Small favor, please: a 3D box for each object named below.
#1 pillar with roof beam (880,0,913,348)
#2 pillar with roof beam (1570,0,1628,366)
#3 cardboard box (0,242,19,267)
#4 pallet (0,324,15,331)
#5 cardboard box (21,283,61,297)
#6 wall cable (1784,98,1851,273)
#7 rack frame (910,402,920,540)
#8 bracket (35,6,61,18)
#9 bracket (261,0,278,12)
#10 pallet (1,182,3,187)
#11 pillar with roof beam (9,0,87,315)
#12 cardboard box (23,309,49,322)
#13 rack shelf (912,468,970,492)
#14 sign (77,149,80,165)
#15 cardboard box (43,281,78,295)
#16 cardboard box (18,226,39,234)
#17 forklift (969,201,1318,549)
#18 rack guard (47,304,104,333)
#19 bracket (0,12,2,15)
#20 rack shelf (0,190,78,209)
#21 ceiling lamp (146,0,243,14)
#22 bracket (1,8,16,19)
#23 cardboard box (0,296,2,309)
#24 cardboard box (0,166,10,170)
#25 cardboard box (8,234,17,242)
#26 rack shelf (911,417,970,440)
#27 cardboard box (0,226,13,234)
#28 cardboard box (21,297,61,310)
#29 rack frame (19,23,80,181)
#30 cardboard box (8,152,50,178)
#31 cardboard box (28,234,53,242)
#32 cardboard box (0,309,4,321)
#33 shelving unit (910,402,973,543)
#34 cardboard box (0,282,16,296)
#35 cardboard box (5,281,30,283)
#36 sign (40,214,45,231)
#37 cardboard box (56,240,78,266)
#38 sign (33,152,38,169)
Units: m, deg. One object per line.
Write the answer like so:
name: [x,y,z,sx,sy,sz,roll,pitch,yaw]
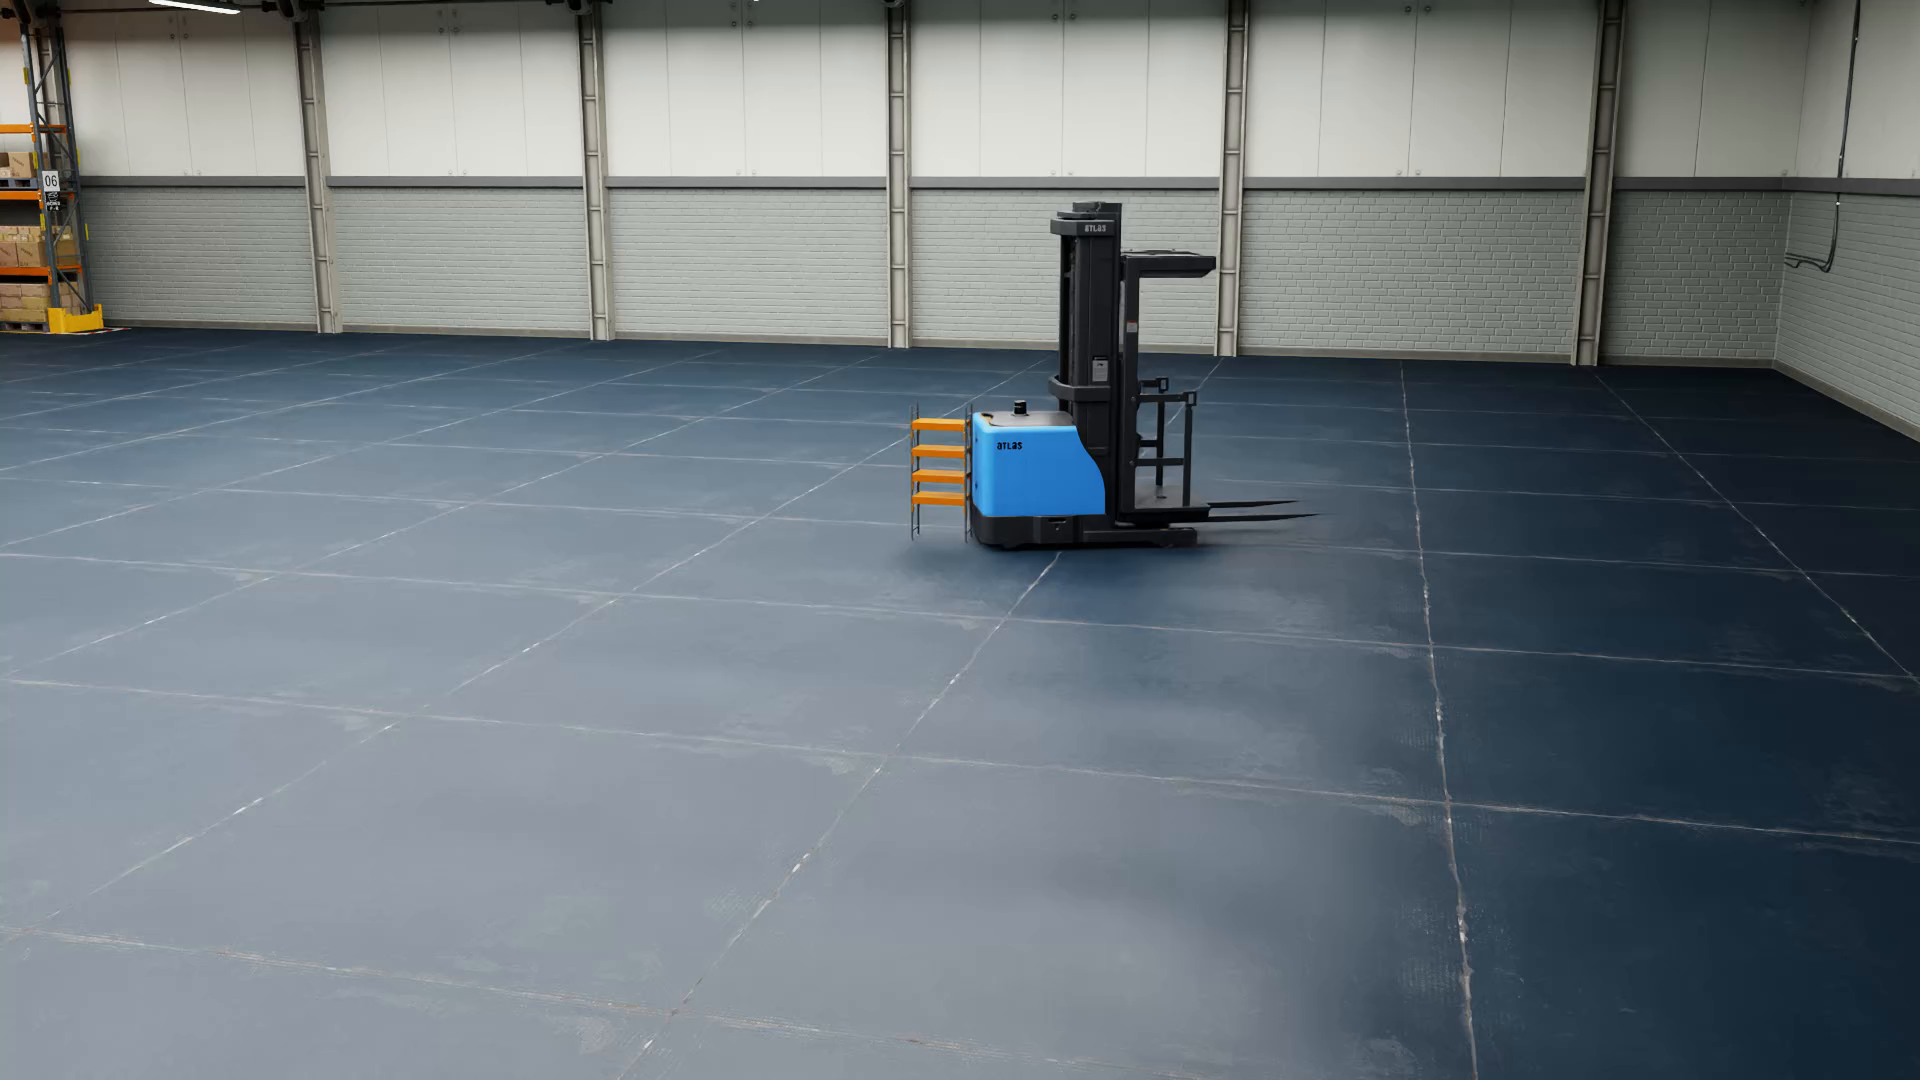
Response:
pillar with roof beam: [-2.140,-7.078,25.859,0.548,9.000,9.100,3,13,14]
pillar with roof beam: [9.511,-6.455,23.052,0.400,9.000,9.100,3,13,14]
cardboard box: [-19.166,-5.811,33.768,0.500,0.500,0.500,3,13,15]
pallet: [-20.057,-4.496,34.511,1.213,0.211,1.003,3,13,14]
cardboard box: [-18.646,-5.072,33.738,0.500,0.250,0.500,4,13,15]
wall cable: [13.086,-5.413,25.526,0.112,2.526,3.097,3,13,14]
rack frame: [-0.399,-0.607,14.699,0.015,1.200,0.240,3,13,13]
bracket: [-18.266,-10.578,33.326,0.430,0.232,0.235,3,13,14]
bracket: [-13.247,-10.310,32.117,0.430,0.232,0.235,3,13,14]
pallet: [-19.992,-7.289,33.940,1.213,0.211,1.003,3,13,14]
pillar with roof beam: [-19.615,-8.012,30.069,0.548,9.000,9.100,3,13,14]
cardboard box: [-18.656,-4.583,33.845,0.500,0.250,0.500,3,13,14]
rack shelf: [-0.162,-0.529,14.657,0.480,0.148,0.258,3,13,13]
sign: [-17.985,-7.809,33.879,0.005,0.325,0.100,3,13,14]
cardboard box: [-18.545,-5.178,34.218,0.500,0.250,0.500,3,13,13]
cardboard box: [-18.769,-6.254,33.581,0.250,0.149,0.380,3,13,14]
forklift: [1.635,-1.474,14.609,3.031,2.935,1.130,-2,13,-7]
rack guard: [-18.100,-4.541,34.047,0.348,0.500,1.175,3,13,14]
bracket: [-21.573,-10.755,34.123,4.783,0.066,0.076,3,13,14]
rack shelf: [-20.066,-6.980,34.003,4.000,0.370,1.077,3,13,14]
ceiling lamp: [-12.464,-10.380,27.267,0.800,3.185,2.000,3,13,14]
bracket: [-19.072,-10.621,33.520,0.430,0.232,0.235,3,13,14]
cardboard box: [-19.662,-4.880,34.026,0.500,0.250,0.500,3,13,12]
cardboard box: [-19.247,-7.408,33.381,0.258,0.266,0.396,3,13,14]
cardboard box: [-19.020,-6.121,33.667,0.250,0.149,0.380,3,13,15]
rack shelf: [-0.162,-0.978,14.557,0.480,0.148,0.258,3,13,13]
cardboard box: [-19.253,-6.290,33.745,0.250,0.149,0.380,3,13,14]
cardboard box: [-18.671,-4.829,33.798,0.500,0.250,0.500,3,13,13]
rack frame: [-18.124,-8.691,33.132,0.127,3.000,1.000,3,13,14]
cardboard box: [-18.612,-7.501,33.263,0.500,0.500,0.500,3,13,15]
cardboard box: [-18.527,-6.087,33.517,0.250,0.149,0.380,3,13,14]
cardboard box: [-19.620,-4.639,34.096,0.500,0.250,0.500,3,13,14]
shelving unit: [-0.162,-0.594,14.642,0.503,1.200,0.258,3,13,13]
cardboard box: [-19.635,-5.121,33.961,0.500,0.250,0.500,3,13,14]
cardboard box: [-19.514,-5.232,34.459,0.500,0.250,0.500,3,13,13]
sign: [-18.267,-6.330,33.120,0.005,0.325,0.100,3,13,14]
cardboard box: [-18.538,-5.896,34.151,0.500,0.500,0.500,3,13,15]
sign: [-18.267,-7.507,32.859,0.005,0.325,0.100,3,13,14]
